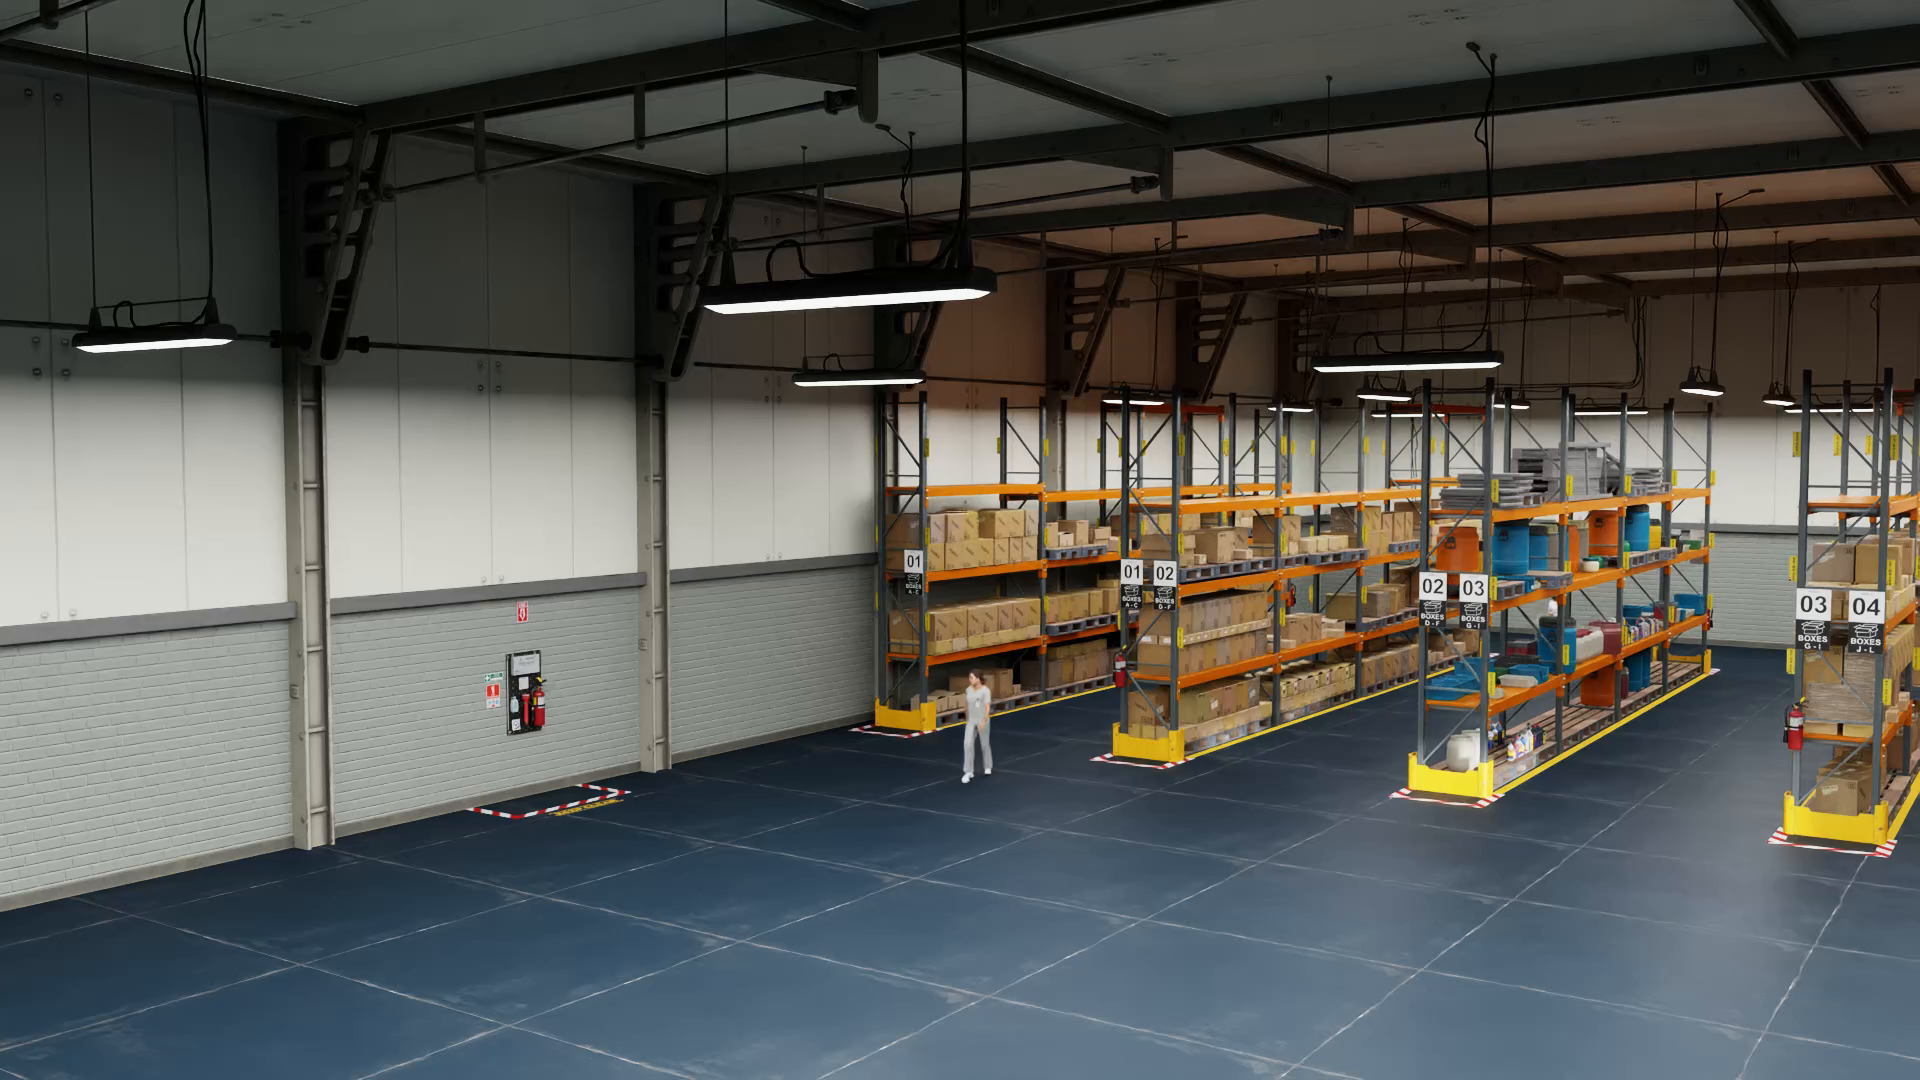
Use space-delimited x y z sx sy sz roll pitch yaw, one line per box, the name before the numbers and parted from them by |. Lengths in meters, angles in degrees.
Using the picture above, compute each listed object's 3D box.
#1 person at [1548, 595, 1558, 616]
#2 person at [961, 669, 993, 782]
person | 13.890 2.035 38.806 0.597 1.683 0.519 1 3 23
person | 0.248 2.769 25.130 0.469 1.649 0.869 1 3 24
